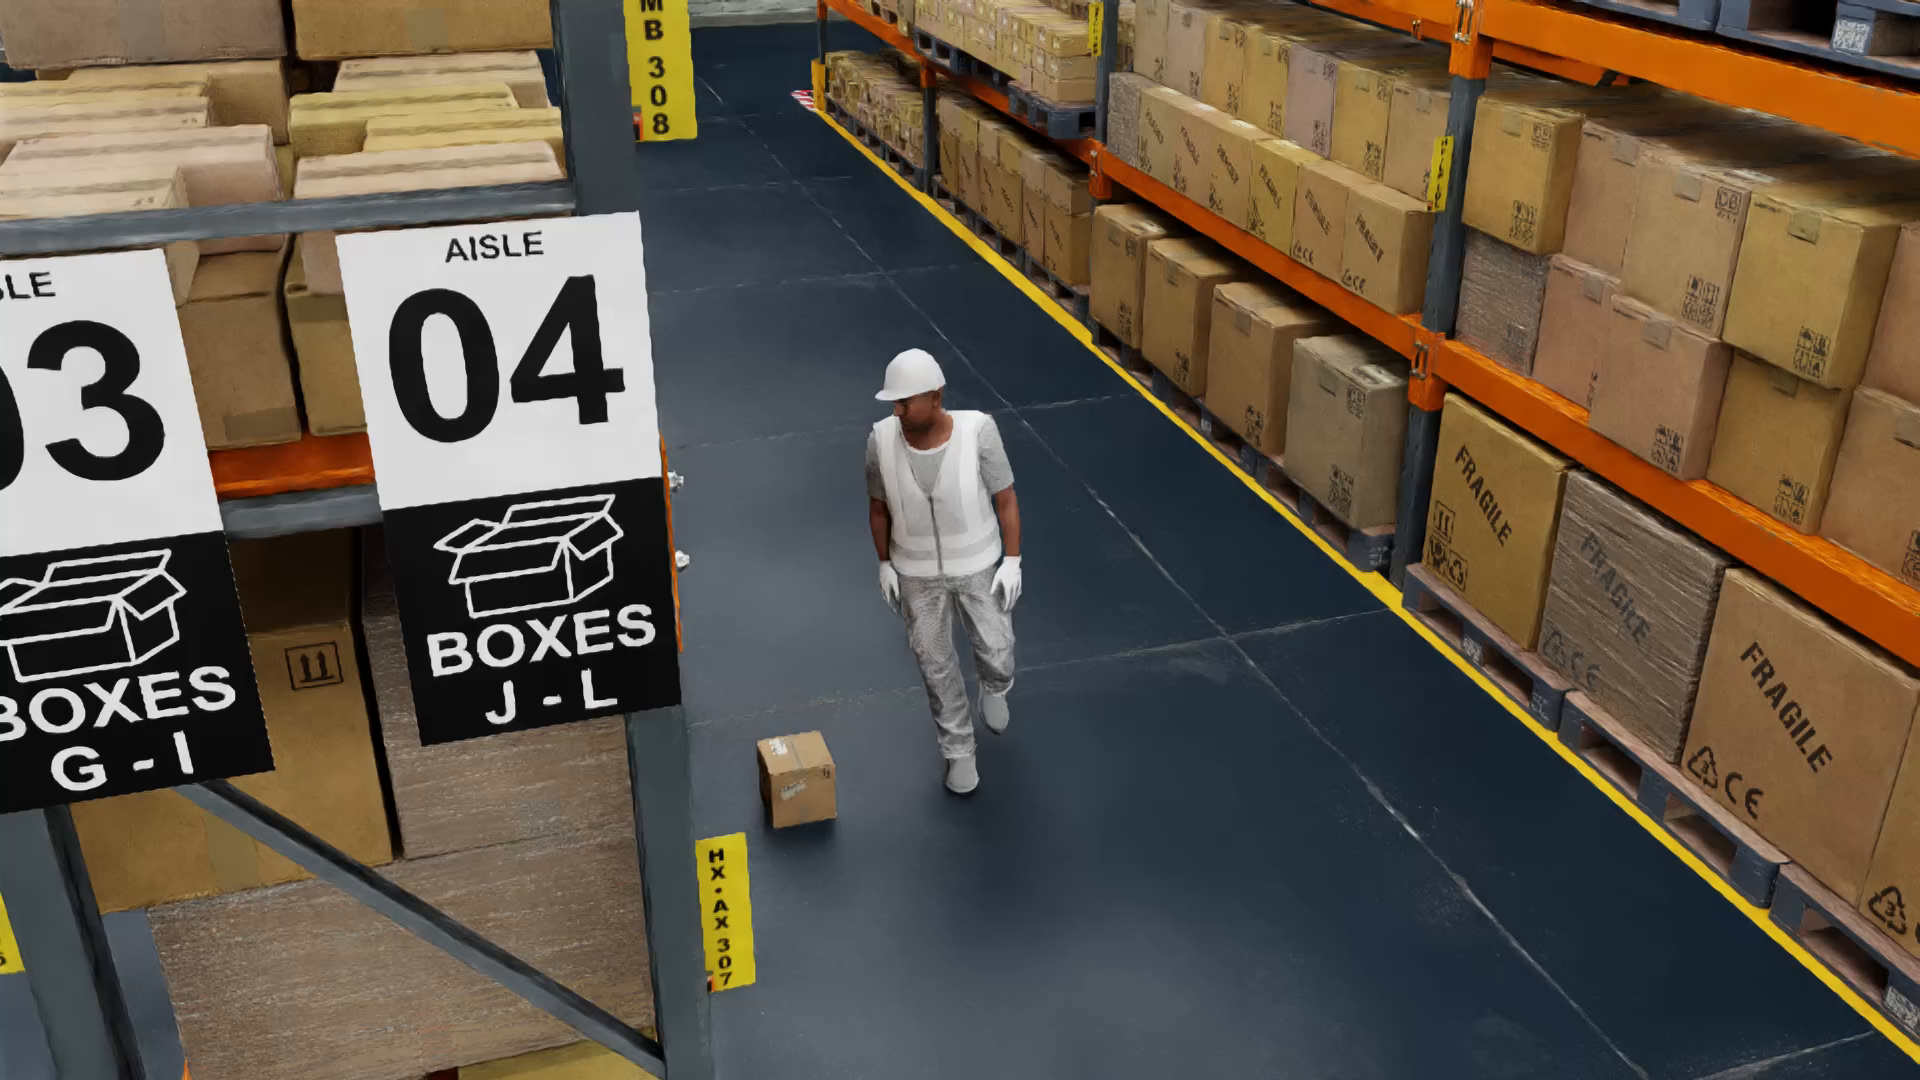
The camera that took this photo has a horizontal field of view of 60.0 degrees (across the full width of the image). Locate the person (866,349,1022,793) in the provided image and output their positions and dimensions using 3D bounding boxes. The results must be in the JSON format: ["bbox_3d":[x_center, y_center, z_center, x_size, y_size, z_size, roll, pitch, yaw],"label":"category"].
[{"bbox_3d":[-0.057,0.092,6.416,0.606,1.766,0.604,2,26,5],"label":"person"}]
